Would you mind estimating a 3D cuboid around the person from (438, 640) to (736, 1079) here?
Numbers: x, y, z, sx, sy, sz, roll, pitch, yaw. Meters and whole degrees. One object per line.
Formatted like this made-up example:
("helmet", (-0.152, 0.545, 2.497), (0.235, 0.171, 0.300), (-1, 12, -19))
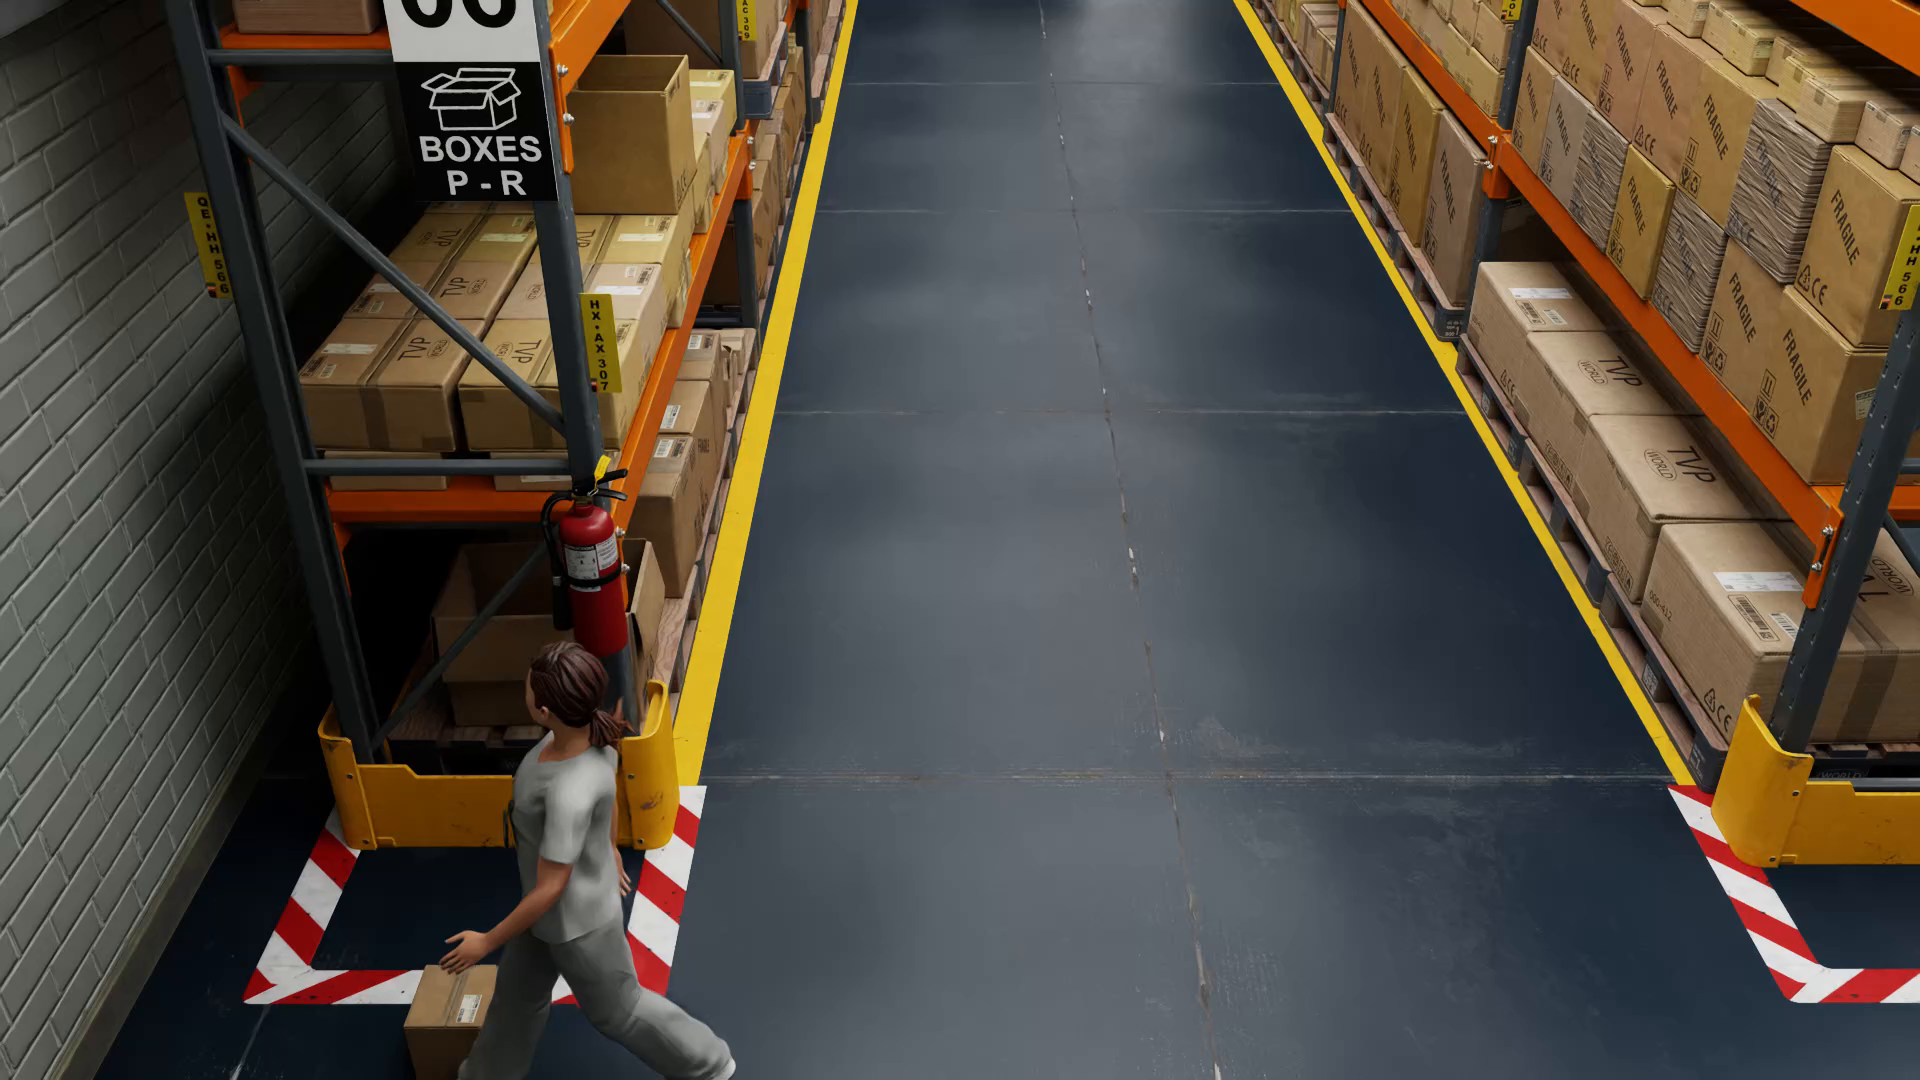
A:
("person", (-1.139, 0.995, 4.538), (0.946, 1.617, 0.497), (-6, 32, -9))
